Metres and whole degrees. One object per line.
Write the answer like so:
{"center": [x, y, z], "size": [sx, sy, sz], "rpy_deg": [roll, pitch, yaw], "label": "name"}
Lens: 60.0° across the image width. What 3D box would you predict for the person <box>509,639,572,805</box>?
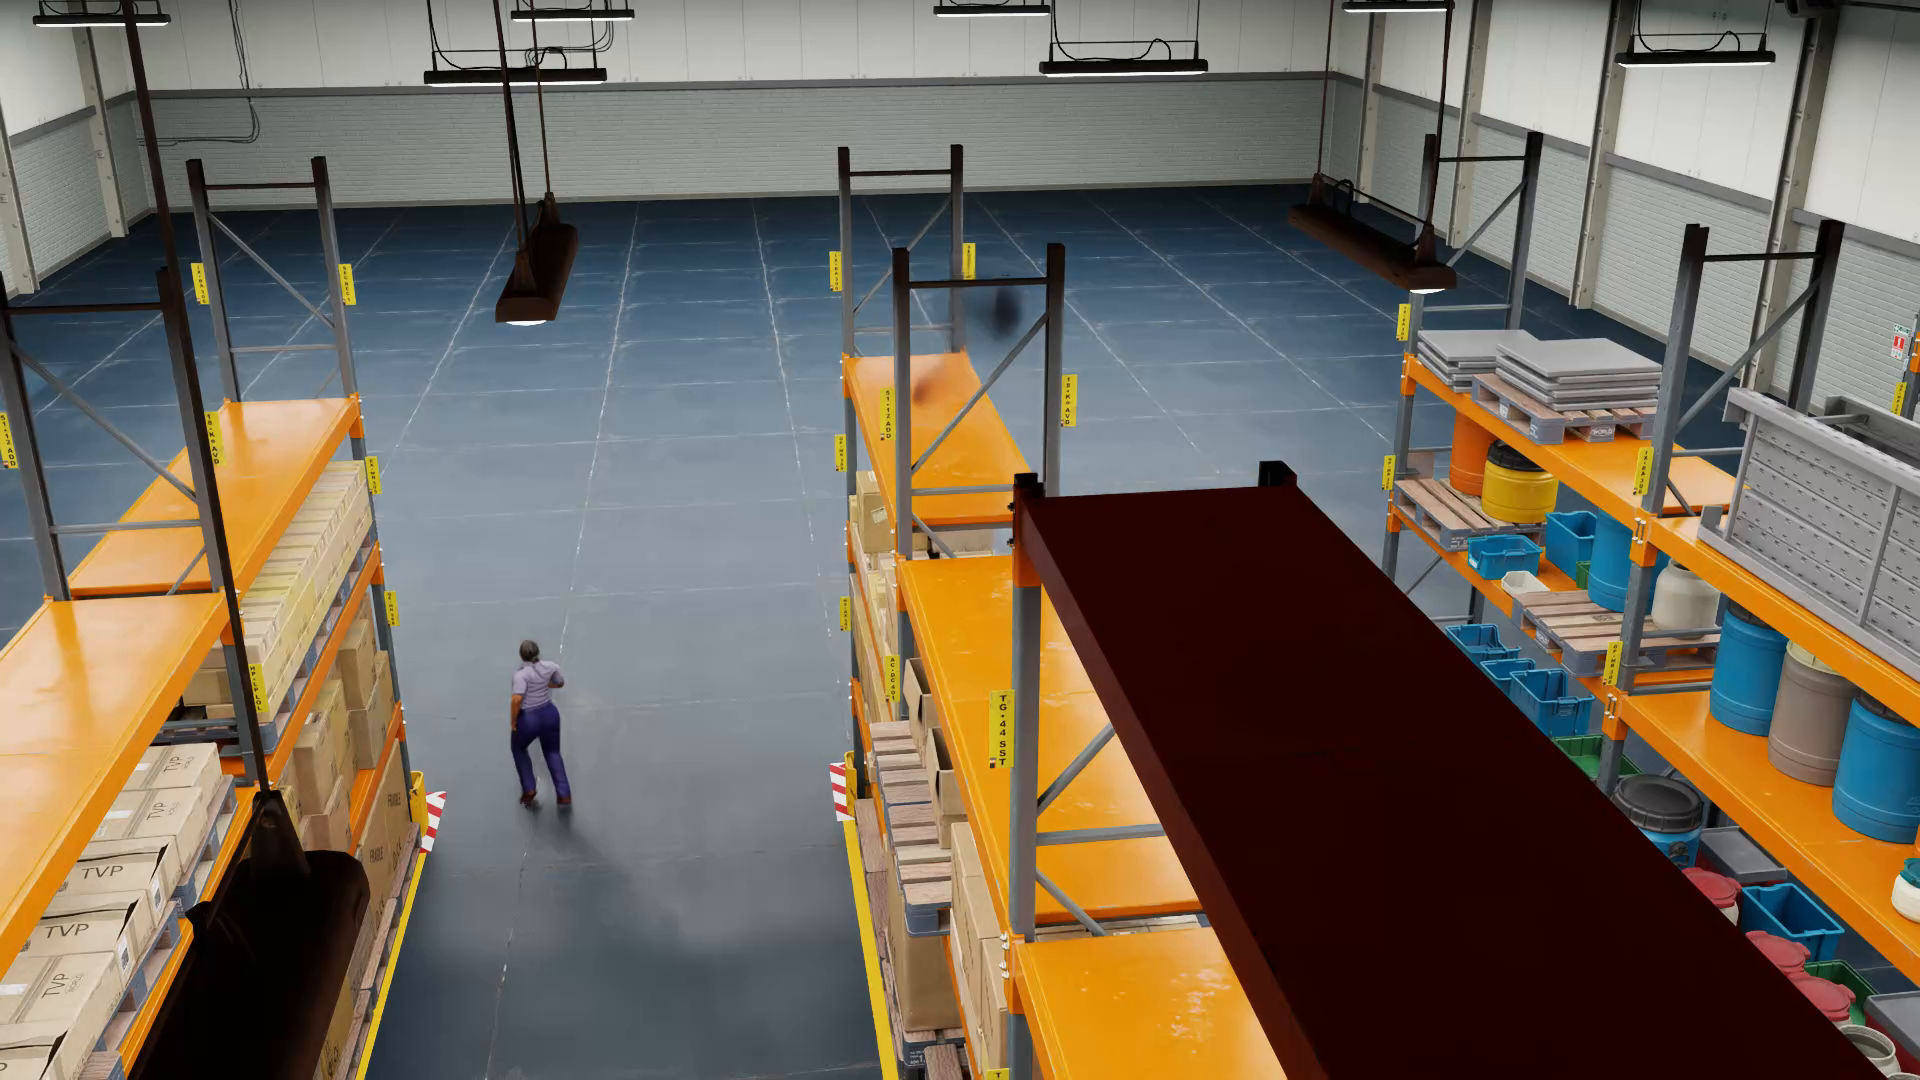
{"center": [-3.845, 1.699, 15.164], "size": [0.647, 1.723, 0.715], "rpy_deg": [-18, 28, -38], "label": "person"}
